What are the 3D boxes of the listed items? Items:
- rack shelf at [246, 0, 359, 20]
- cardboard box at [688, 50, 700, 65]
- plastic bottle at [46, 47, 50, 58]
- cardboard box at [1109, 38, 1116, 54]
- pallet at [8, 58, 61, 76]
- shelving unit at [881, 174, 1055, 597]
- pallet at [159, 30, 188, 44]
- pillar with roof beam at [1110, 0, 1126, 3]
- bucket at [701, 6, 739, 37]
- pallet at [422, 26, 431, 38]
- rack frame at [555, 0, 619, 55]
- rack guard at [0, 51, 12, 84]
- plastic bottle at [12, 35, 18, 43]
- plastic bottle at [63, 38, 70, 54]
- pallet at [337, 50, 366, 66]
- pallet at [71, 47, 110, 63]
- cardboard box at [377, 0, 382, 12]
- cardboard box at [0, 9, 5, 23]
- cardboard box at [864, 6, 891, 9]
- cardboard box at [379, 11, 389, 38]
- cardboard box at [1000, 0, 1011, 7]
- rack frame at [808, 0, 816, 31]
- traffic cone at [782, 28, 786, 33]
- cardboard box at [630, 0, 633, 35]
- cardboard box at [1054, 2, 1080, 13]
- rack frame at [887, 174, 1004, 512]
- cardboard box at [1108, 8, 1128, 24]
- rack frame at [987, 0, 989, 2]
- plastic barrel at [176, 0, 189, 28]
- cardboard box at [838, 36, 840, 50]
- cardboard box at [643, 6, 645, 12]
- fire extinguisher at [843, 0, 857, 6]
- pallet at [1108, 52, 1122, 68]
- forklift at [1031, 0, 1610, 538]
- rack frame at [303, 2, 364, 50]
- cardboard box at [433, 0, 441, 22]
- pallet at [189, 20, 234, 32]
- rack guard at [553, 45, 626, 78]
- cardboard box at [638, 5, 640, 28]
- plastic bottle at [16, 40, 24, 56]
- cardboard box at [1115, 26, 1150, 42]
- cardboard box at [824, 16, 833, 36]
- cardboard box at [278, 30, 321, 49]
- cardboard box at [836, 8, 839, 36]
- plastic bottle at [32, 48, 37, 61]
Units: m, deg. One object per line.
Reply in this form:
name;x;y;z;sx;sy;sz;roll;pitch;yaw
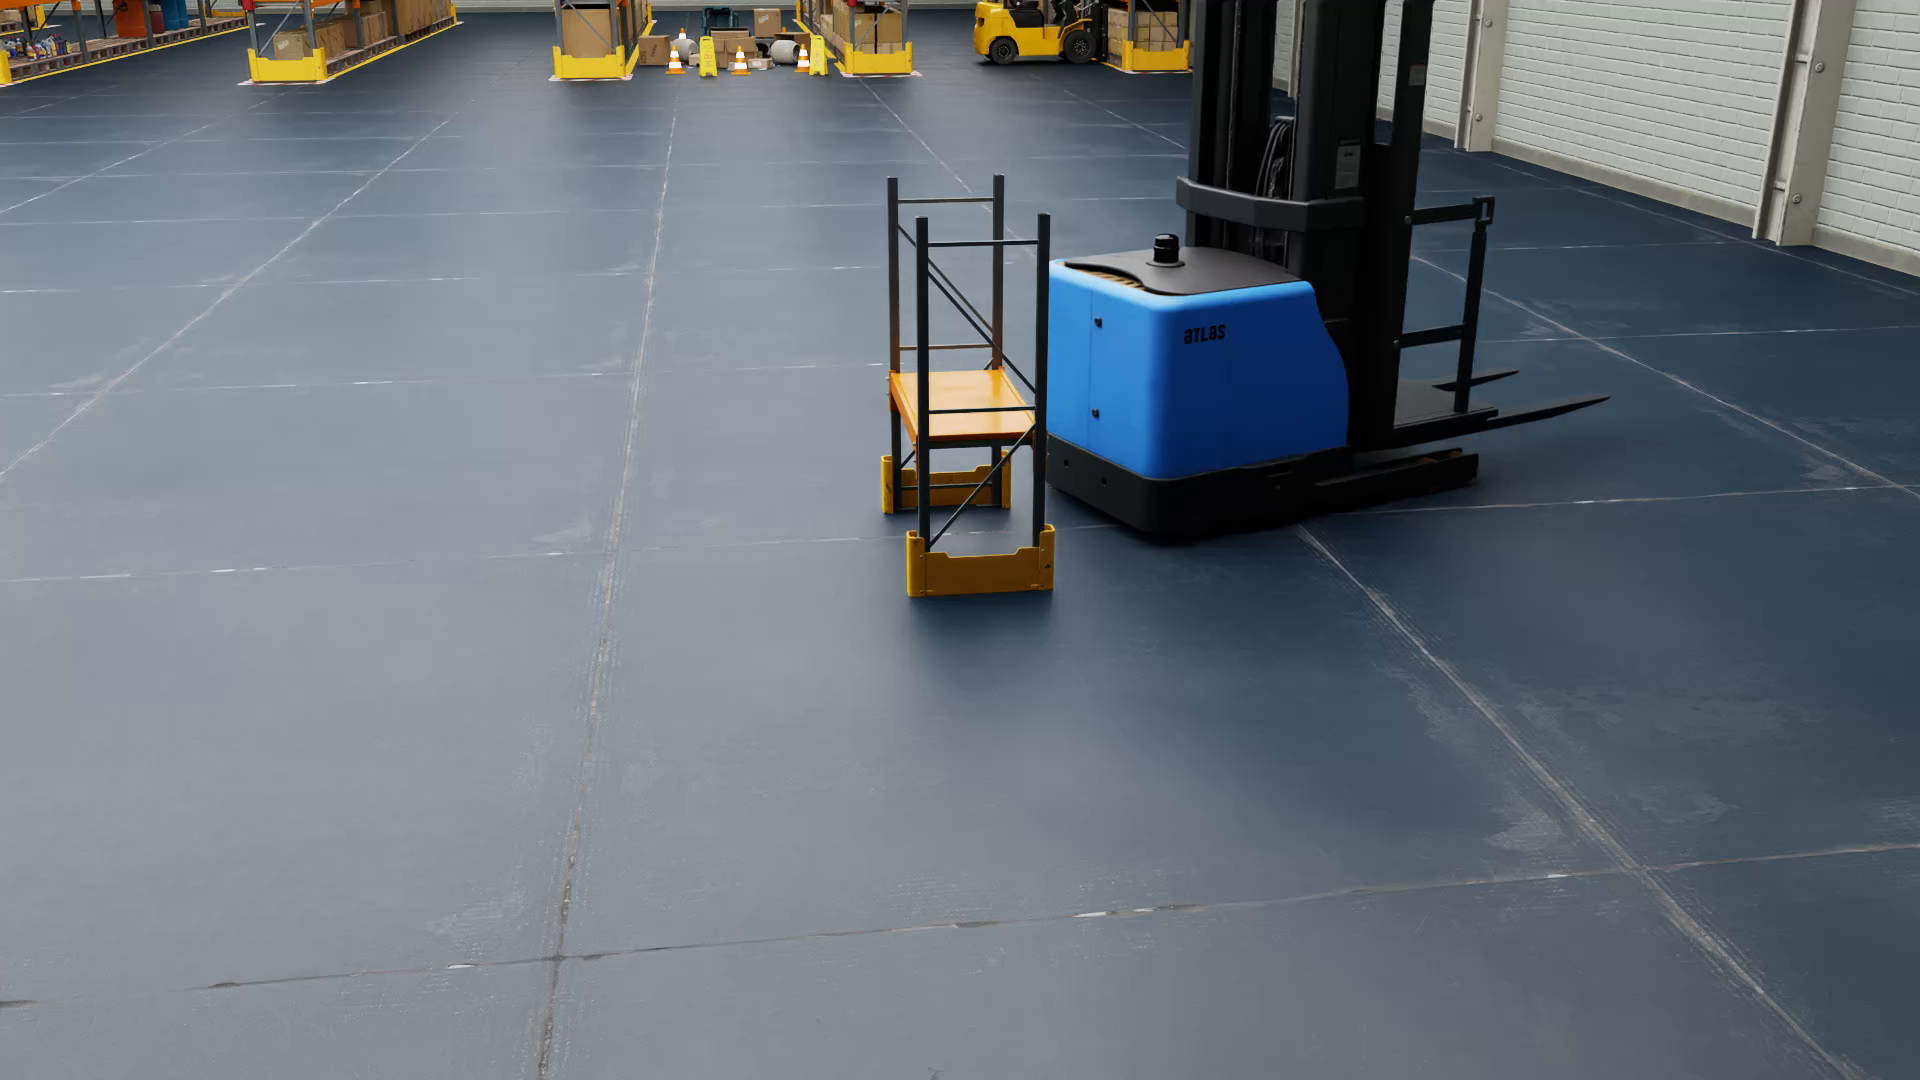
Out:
rack shelf;-11.512;-9.456;29.276;1.077;0.370;4.000;-3;21;-8
cardboard box;-4.807;-8.918;30.714;0.396;0.266;0.258;1;20;2
plastic bottle;-16.186;-8.649;29.455;0.097;0.201;0.097;0;20;0
cardboard box;3.051;-9.080;30.571;0.500;0.250;0.500;-3;21;-8
pallet;-16.467;-8.272;29.061;1.003;0.211;1.213;-3;21;-8
shelving unit;0.011;-0.676;6.883;0.587;1.500;1.083;-3;21;-8
pallet;-17.606;-11.007;36.385;1.003;0.211;1.213;-3;21;-8
pillar with roof beam;-0.840;-14.810;34.006;9.100;9.000;0.400;-3;21;-8
bucket;-4.577;-9.949;32.072;0.726;0.611;0.620;4;11;11
pallet;-12.768;-11.686;38.203;1.003;0.211;1.213;-3;21;-8
rack frame;-6.301;-9.316;27.872;1.000;3.000;0.127;-3;21;-8
rack guard;-16.183;-7.704;27.129;1.175;0.500;0.348;-3;21;-8
plastic bottle;-16.996;-8.901;29.917;0.144;0.351;0.185;-2;21;-6
plastic bottle;-16.306;-9.020;30.332;0.061;0.283;0.133;-2;21;-5
pallet;-11.669;-8.949;30.874;1.003;0.211;1.213;-3;21;-8
pallet;-16.853;-9.200;31.546;1.003;0.211;1.213;-3;21;-8
cardboard box;-12.251;-11.027;34.324;0.500;0.250;0.500;-2;21;-6
cardboard box;-23.033;-12.444;39.187;0.797;0.503;0.637;-3;21;-8
cardboard box;-1.568;-9.878;31.635;0.500;0.500;0.500;-3;21;-7
cardboard box;-12.261;-10.675;34.454;0.700;0.500;0.500;-4;21;-11
cardboard box;1.416;-13.544;42.164;0.700;0.500;0.500;-4;21;-10
rack frame;-3.147;-13.756;39.758;1.000;3.000;0.127;-3;21;-8
traffic cone;-3.558;-10.156;33.747;0.336;0.463;0.334;-3;21;-8
cardboard box;-7.456;-11.013;35.032;1.050;0.750;0.750;-3;21;-8
cardboard box;2.519;-11.264;35.881;0.875;0.625;0.625;-2;21;-6
rack frame;-0.061;-0.849;7.346;0.500;1.500;0.032;-3;21;-8
cardboard box;2.957;-9.724;30.864;0.500;0.250;0.500;-3;21;-7
rack frame;1.187;-15.392;44.140;1.000;3.000;0.127;-3;21;-8
plastic barrel;-17.793;-12.030;37.538;0.600;0.901;0.708;-3;21;-8
cardboard box;-2.009;-9.309;31.182;0.500;0.250;0.500;-3;21;-8
cardboard box;-7.999;-13.146;41.175;0.380;0.149;0.250;-3;21;-7
fire extinguisher;-1.857;-9.502;28.479;0.296;0.674;0.183;-3;21;-8
pallet;3.342;-8.809;30.499;1.003;0.211;1.213;-3;21;-8
forklift;1.872;-1.741;7.689;3.031;2.935;1.130;-11;23;-28
rack frame;-11.801;-10.486;31.004;1.000;3.000;0.127;-3;21;-8
cardboard box;-13.099;-13.001;40.175;0.875;0.875;0.875;-3;21;-8
pallet;-18.178;-12.376;40.049;1.003;0.211;1.213;-3;21;-8
rack guard;-6.298;-8.137;28.287;1.175;0.500;0.348;-3;21;-8
cardboard box;-7.532;-11.898;37.756;0.500;0.500;0.500;-3;21;-9
plastic bottle;-16.856;-8.820;29.813;0.097;0.271;0.097;0;20;0
cardboard box;3.114;-9.148;30.037;0.500;0.250;0.500;-3;21;-8
cardboard box;-2.385;-10.885;35.229;0.950;0.372;0.625;-3;21;-9
cardboard box;-11.417;-8.549;28.791;0.500;0.500;0.500;2;21;6
cardboard box;-2.087;-9.843;31.541;0.500;0.500;0.500;-2;21;-6
plastic bottle;-16.093;-8.426;28.859;0.097;0.201;0.097;0;20;0
